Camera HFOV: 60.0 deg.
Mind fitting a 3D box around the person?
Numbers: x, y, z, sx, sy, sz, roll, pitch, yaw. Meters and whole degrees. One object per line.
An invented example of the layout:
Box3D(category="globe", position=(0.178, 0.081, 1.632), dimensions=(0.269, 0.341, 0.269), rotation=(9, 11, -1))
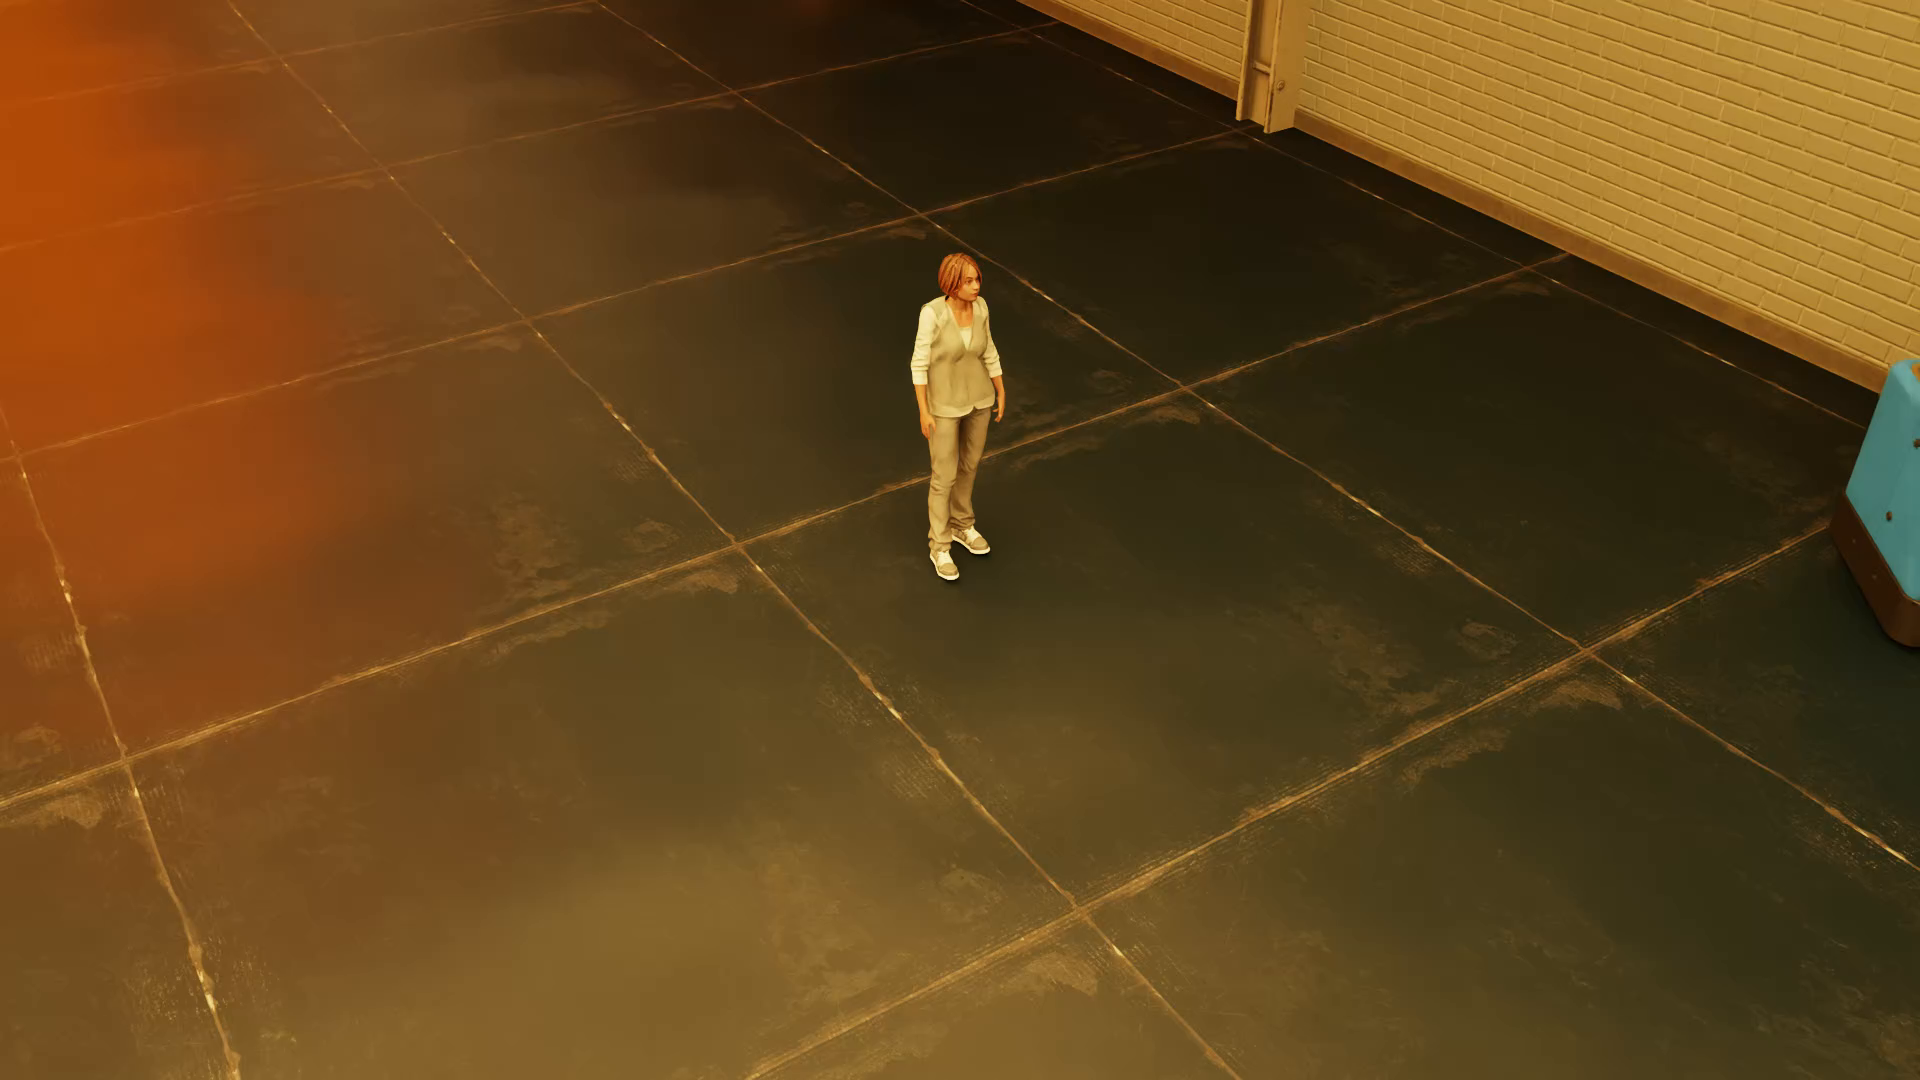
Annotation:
Box3D(category="person", position=(0.028, -0.620, 8.177), dimensions=(0.520, 1.597, 0.475), rotation=(-21, 40, -27))

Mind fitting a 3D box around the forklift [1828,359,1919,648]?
Box3D(category="forklift", position=(5.971, -0.847, 7.353), dimensions=(3.031, 2.935, 1.130), rotation=(4, 35, 5))
